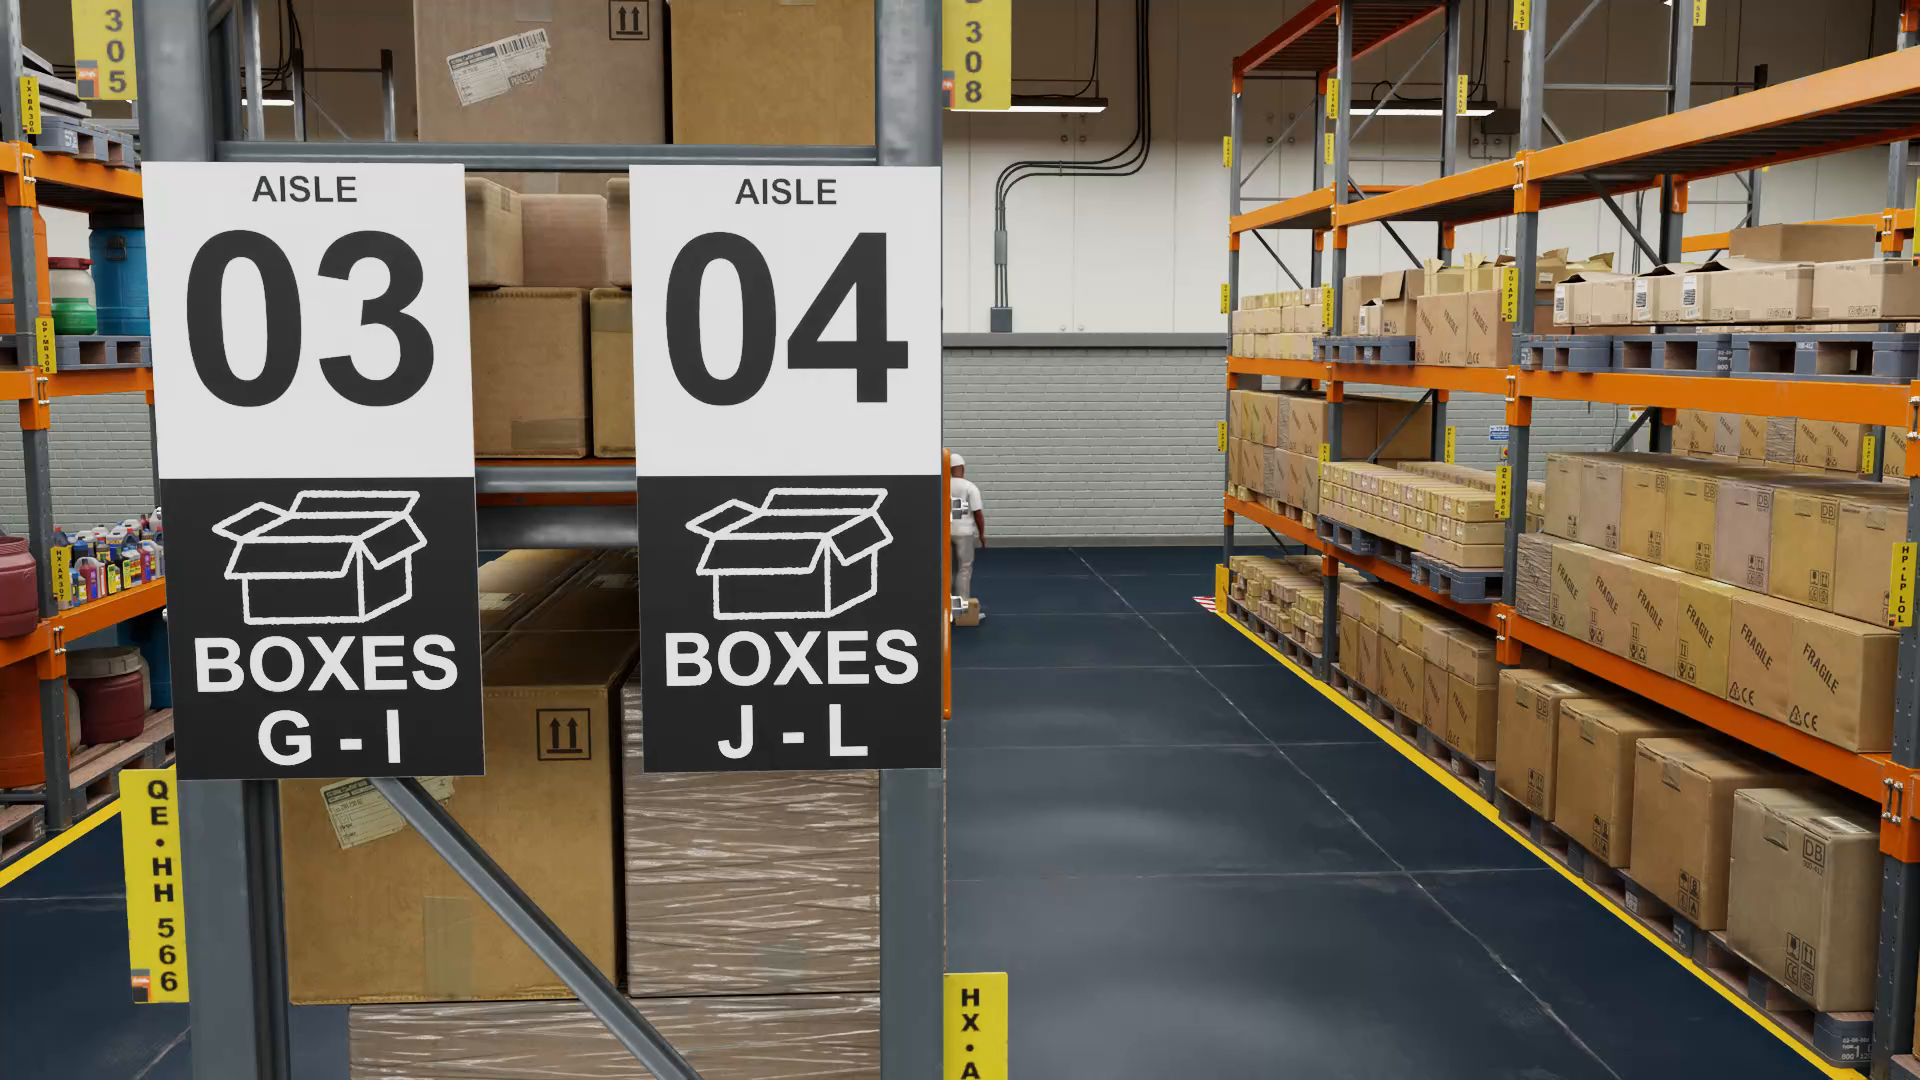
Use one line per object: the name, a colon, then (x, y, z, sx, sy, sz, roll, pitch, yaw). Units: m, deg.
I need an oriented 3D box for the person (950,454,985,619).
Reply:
person: (0.000, -0.041, 17.899, 0.703, 1.767, 0.451, 4, 8, 29)
